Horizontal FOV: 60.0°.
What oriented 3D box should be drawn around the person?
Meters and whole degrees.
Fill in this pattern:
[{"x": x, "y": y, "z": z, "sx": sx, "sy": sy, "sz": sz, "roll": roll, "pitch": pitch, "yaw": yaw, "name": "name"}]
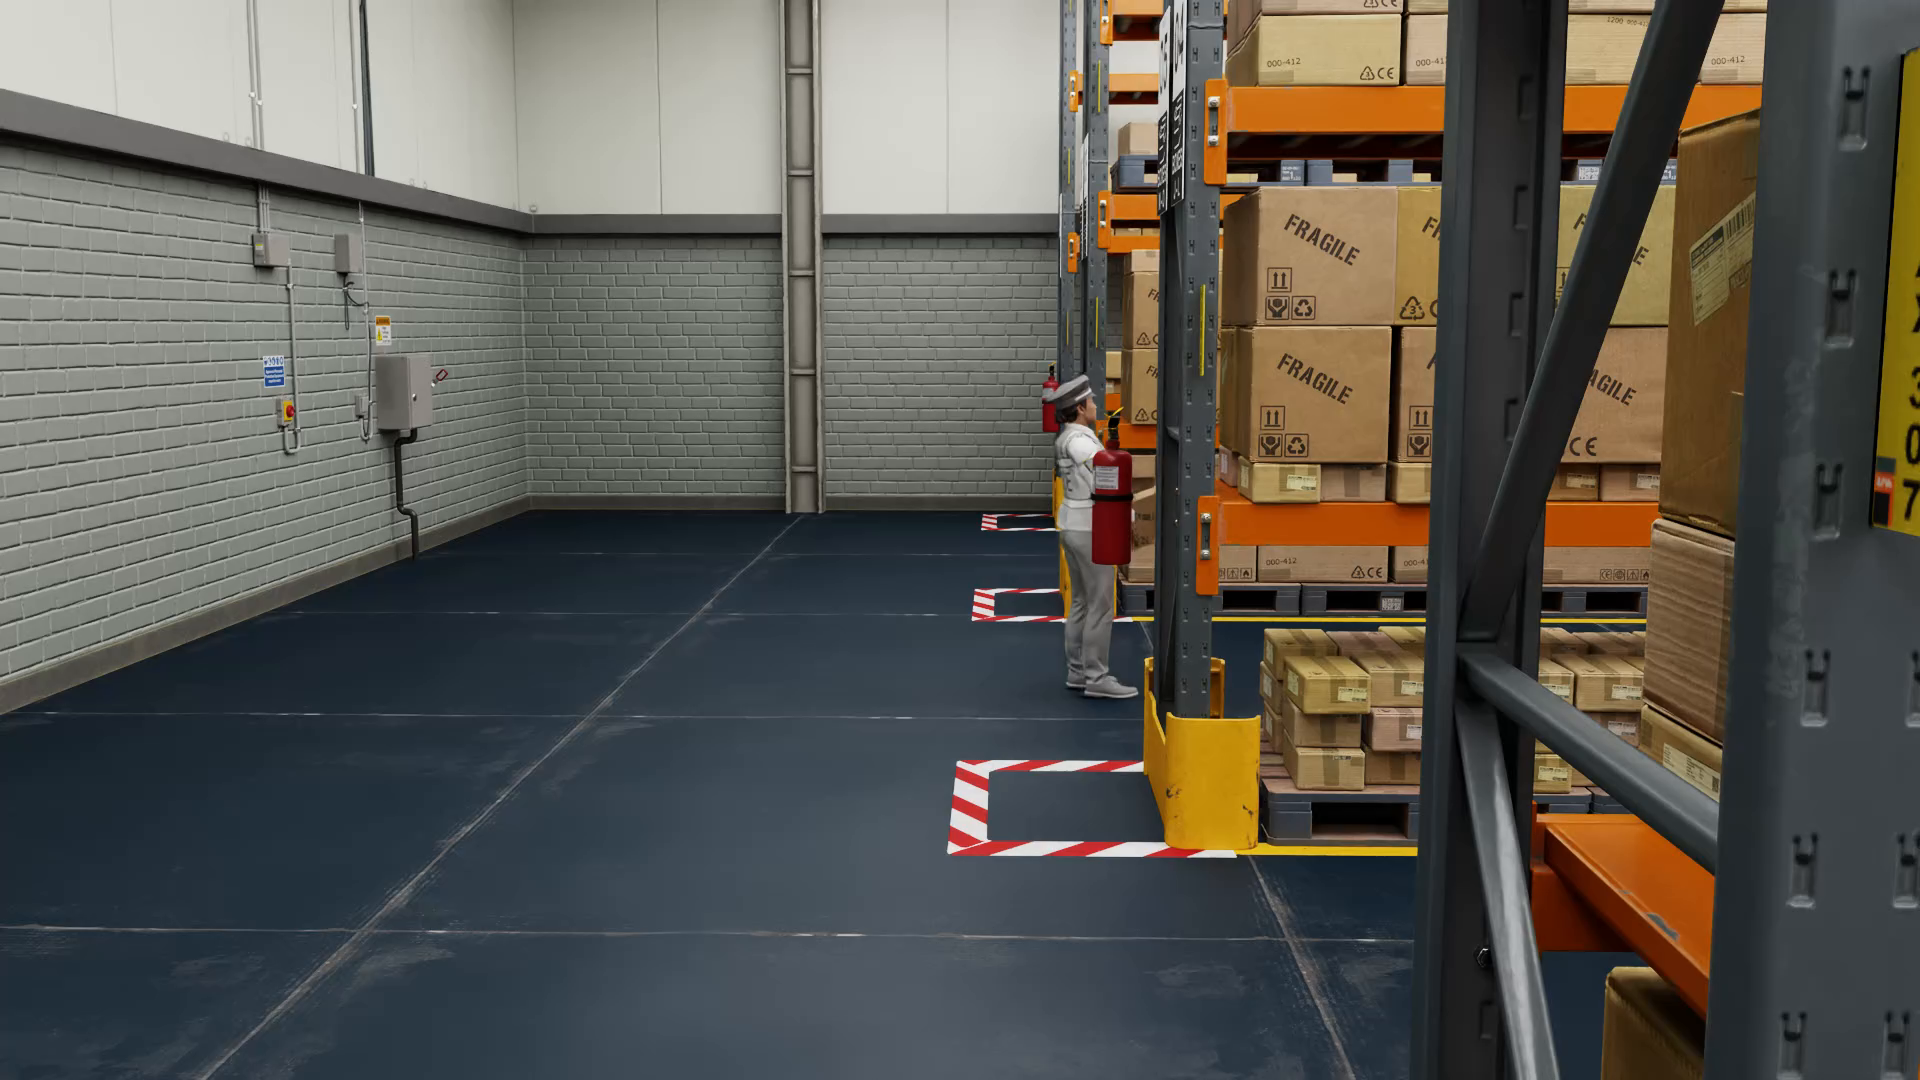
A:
[{"x": 0.725, "y": -0.029, "z": 8.852, "sx": 0.543, "sy": 1.700, "sz": 0.494, "roll": -1, "pitch": 7, "yaw": -10, "name": "person"}]
